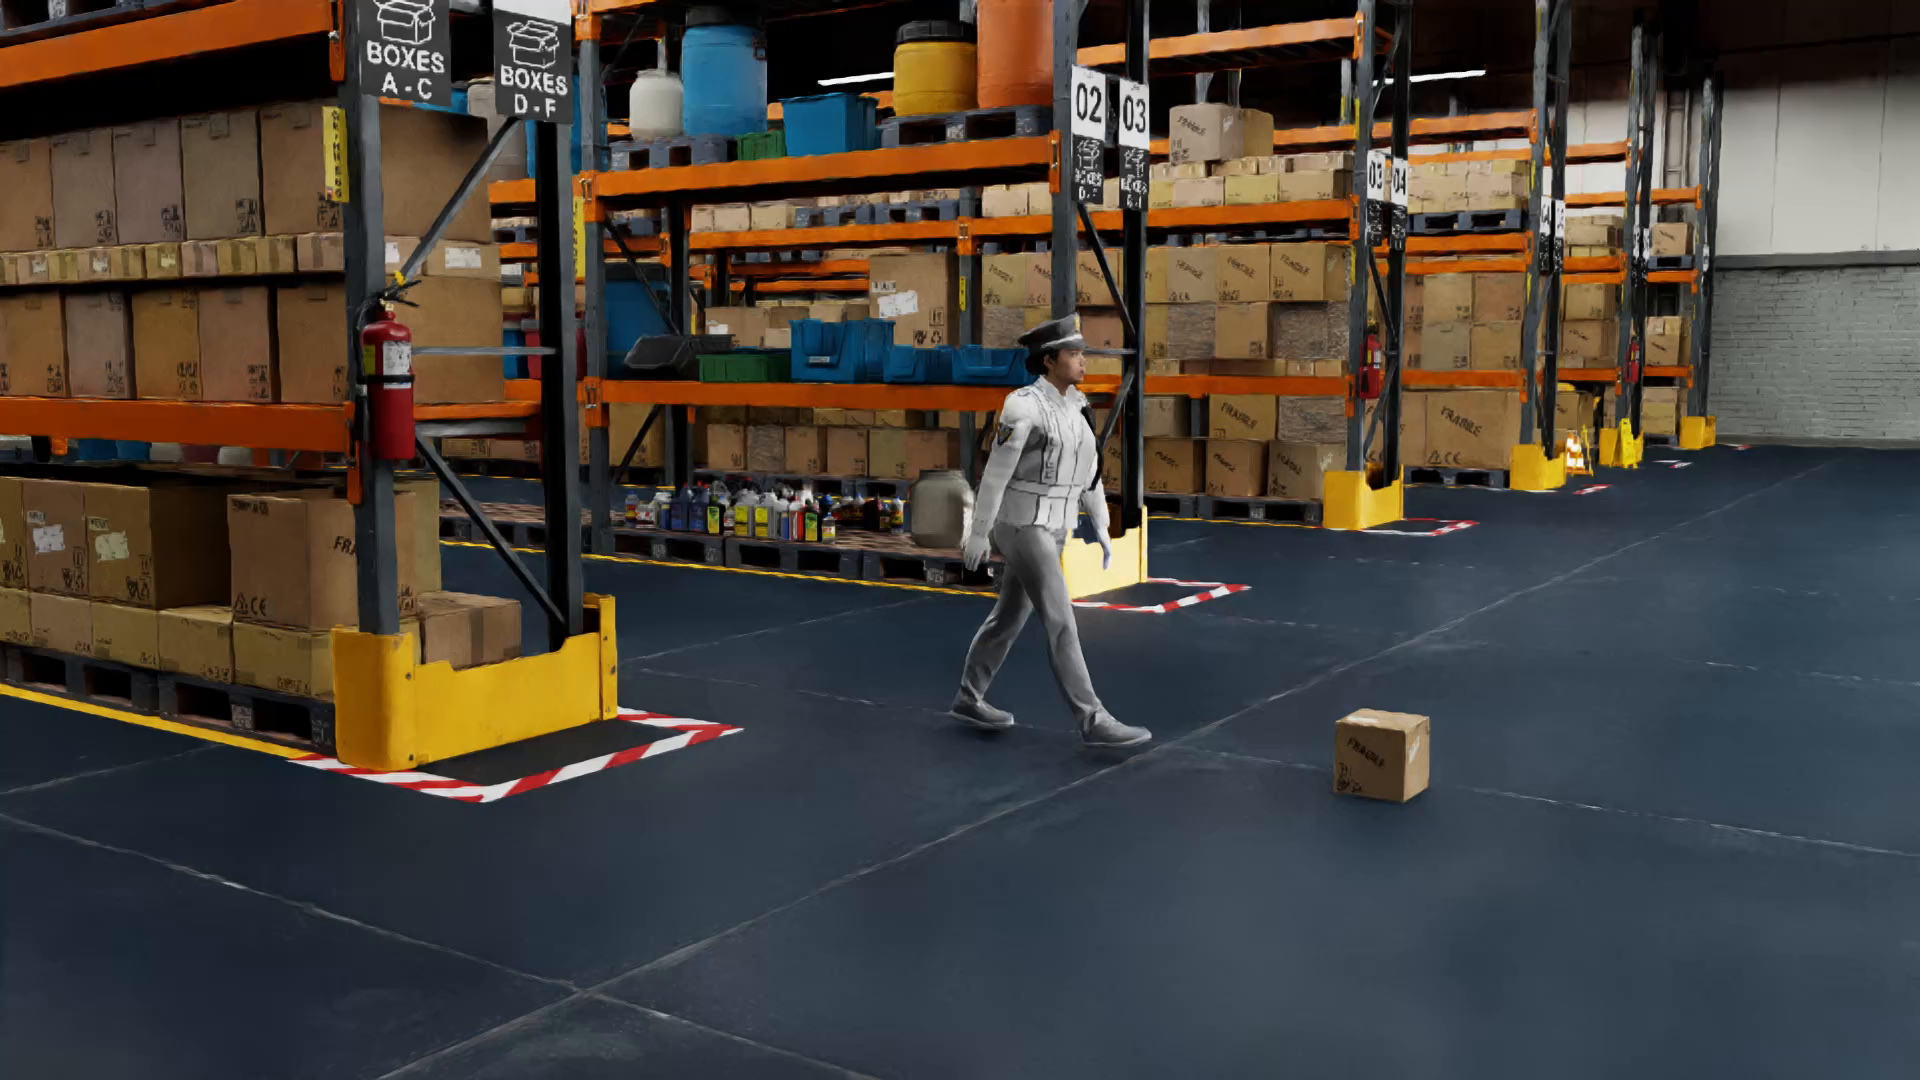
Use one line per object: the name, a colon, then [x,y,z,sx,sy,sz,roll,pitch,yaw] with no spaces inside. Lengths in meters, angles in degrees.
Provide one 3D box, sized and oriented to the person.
person: [0.364,-0.048,6.359,0.951,1.624,0.517,4,8,32]
